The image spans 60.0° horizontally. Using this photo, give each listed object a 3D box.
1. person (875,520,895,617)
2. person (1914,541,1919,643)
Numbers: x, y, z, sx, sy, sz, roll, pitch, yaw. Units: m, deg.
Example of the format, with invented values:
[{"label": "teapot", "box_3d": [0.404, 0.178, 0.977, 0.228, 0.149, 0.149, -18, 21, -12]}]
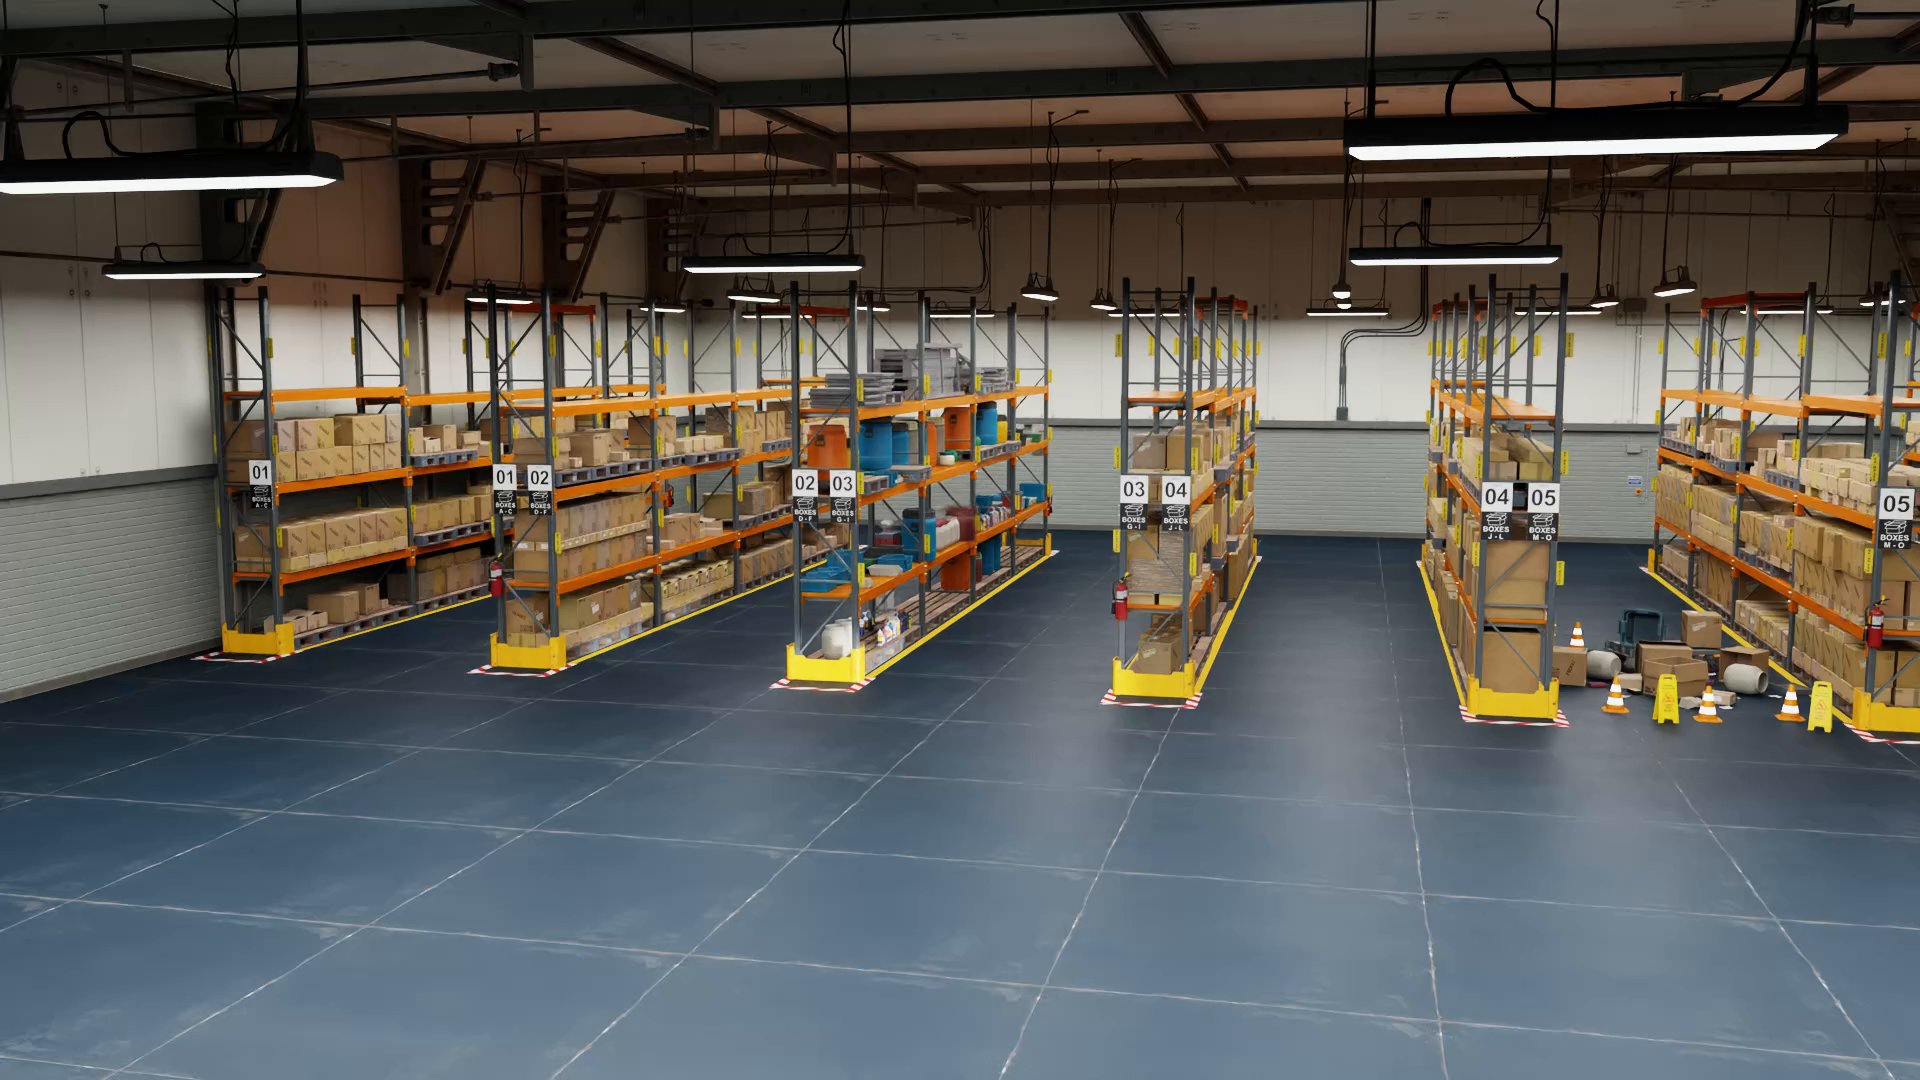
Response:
[{"label": "person", "box_3d": [-1.347, 0.554, 30.438, 0.587, 1.807, 0.557, -2, 7, -18]}, {"label": "person", "box_3d": [16.066, 0.929, 27.975, 0.526, 1.815, 0.556, 1, 7, 5]}]
